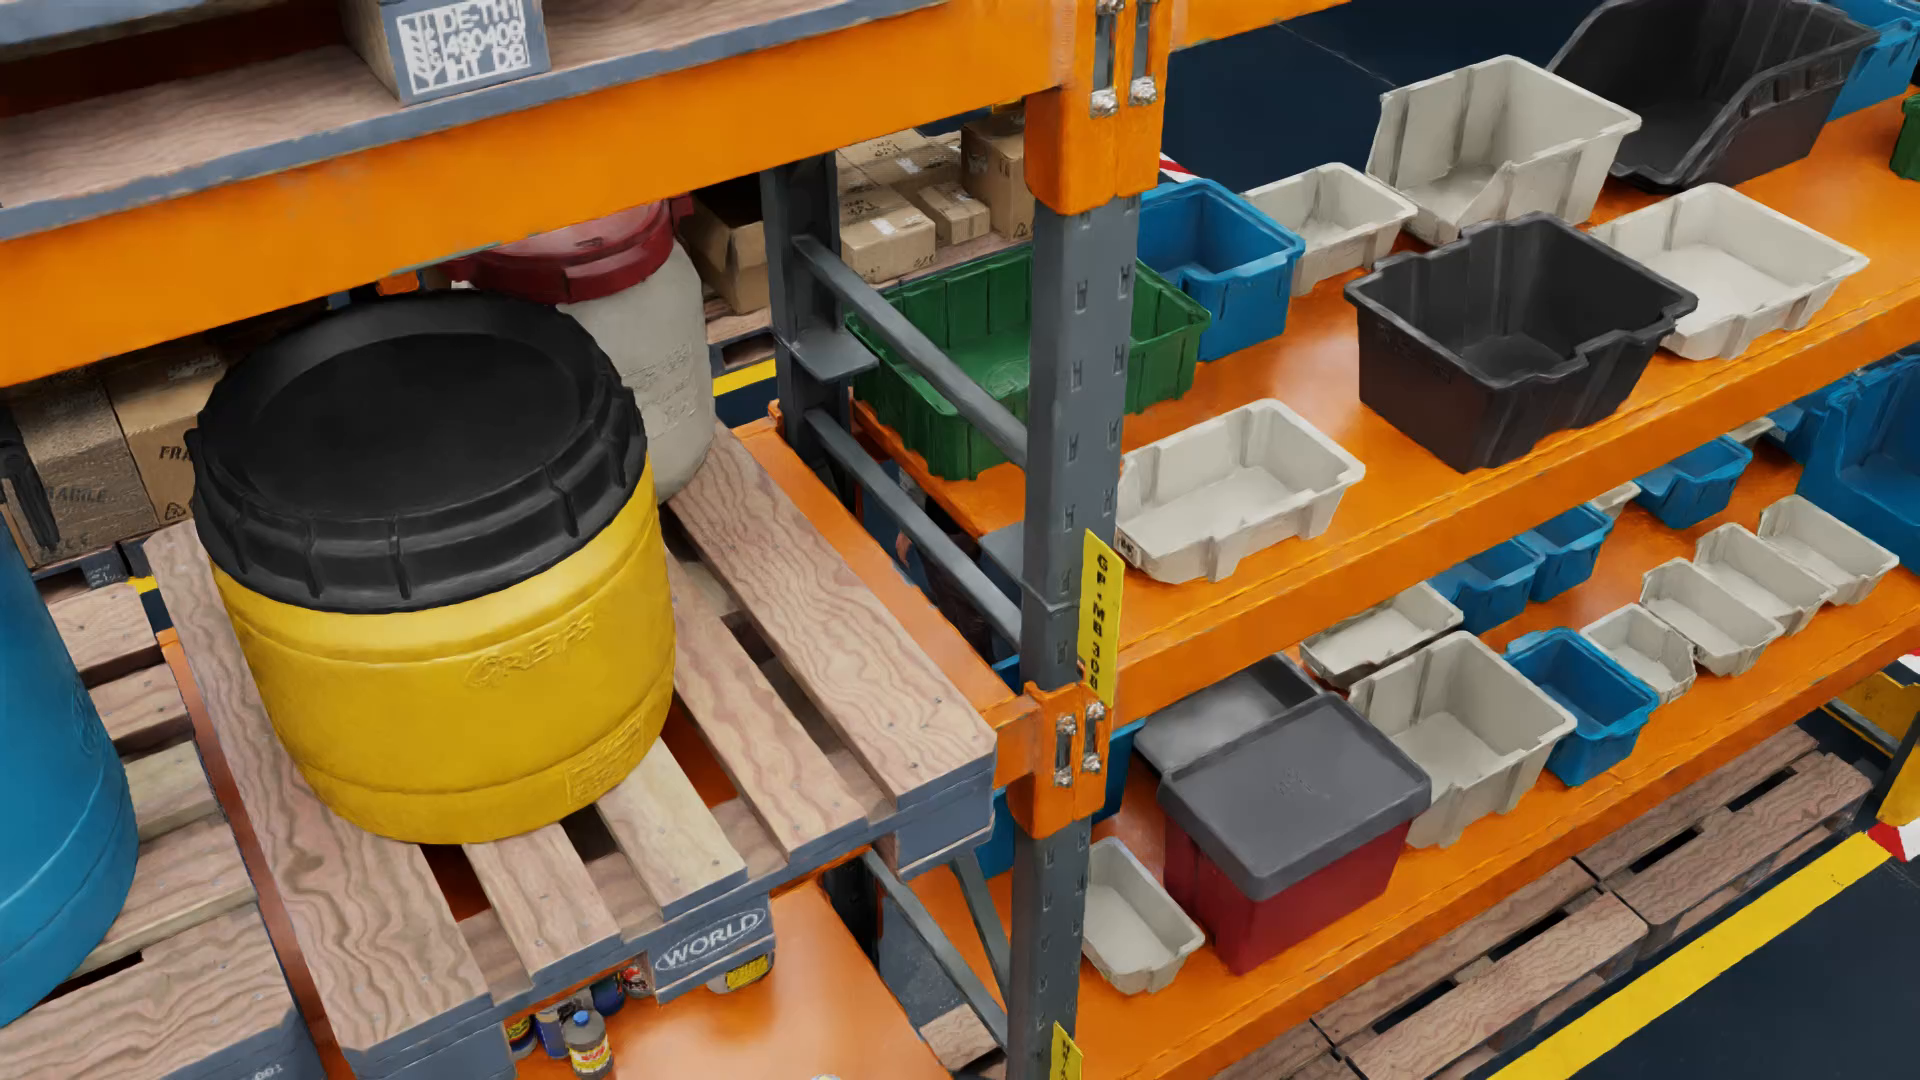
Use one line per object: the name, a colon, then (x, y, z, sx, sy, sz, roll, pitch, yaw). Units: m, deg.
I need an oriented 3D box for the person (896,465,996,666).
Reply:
person: (-0.026, -0.152, 6.344, 0.630, 1.722, 0.655, 28, 48, 29)
